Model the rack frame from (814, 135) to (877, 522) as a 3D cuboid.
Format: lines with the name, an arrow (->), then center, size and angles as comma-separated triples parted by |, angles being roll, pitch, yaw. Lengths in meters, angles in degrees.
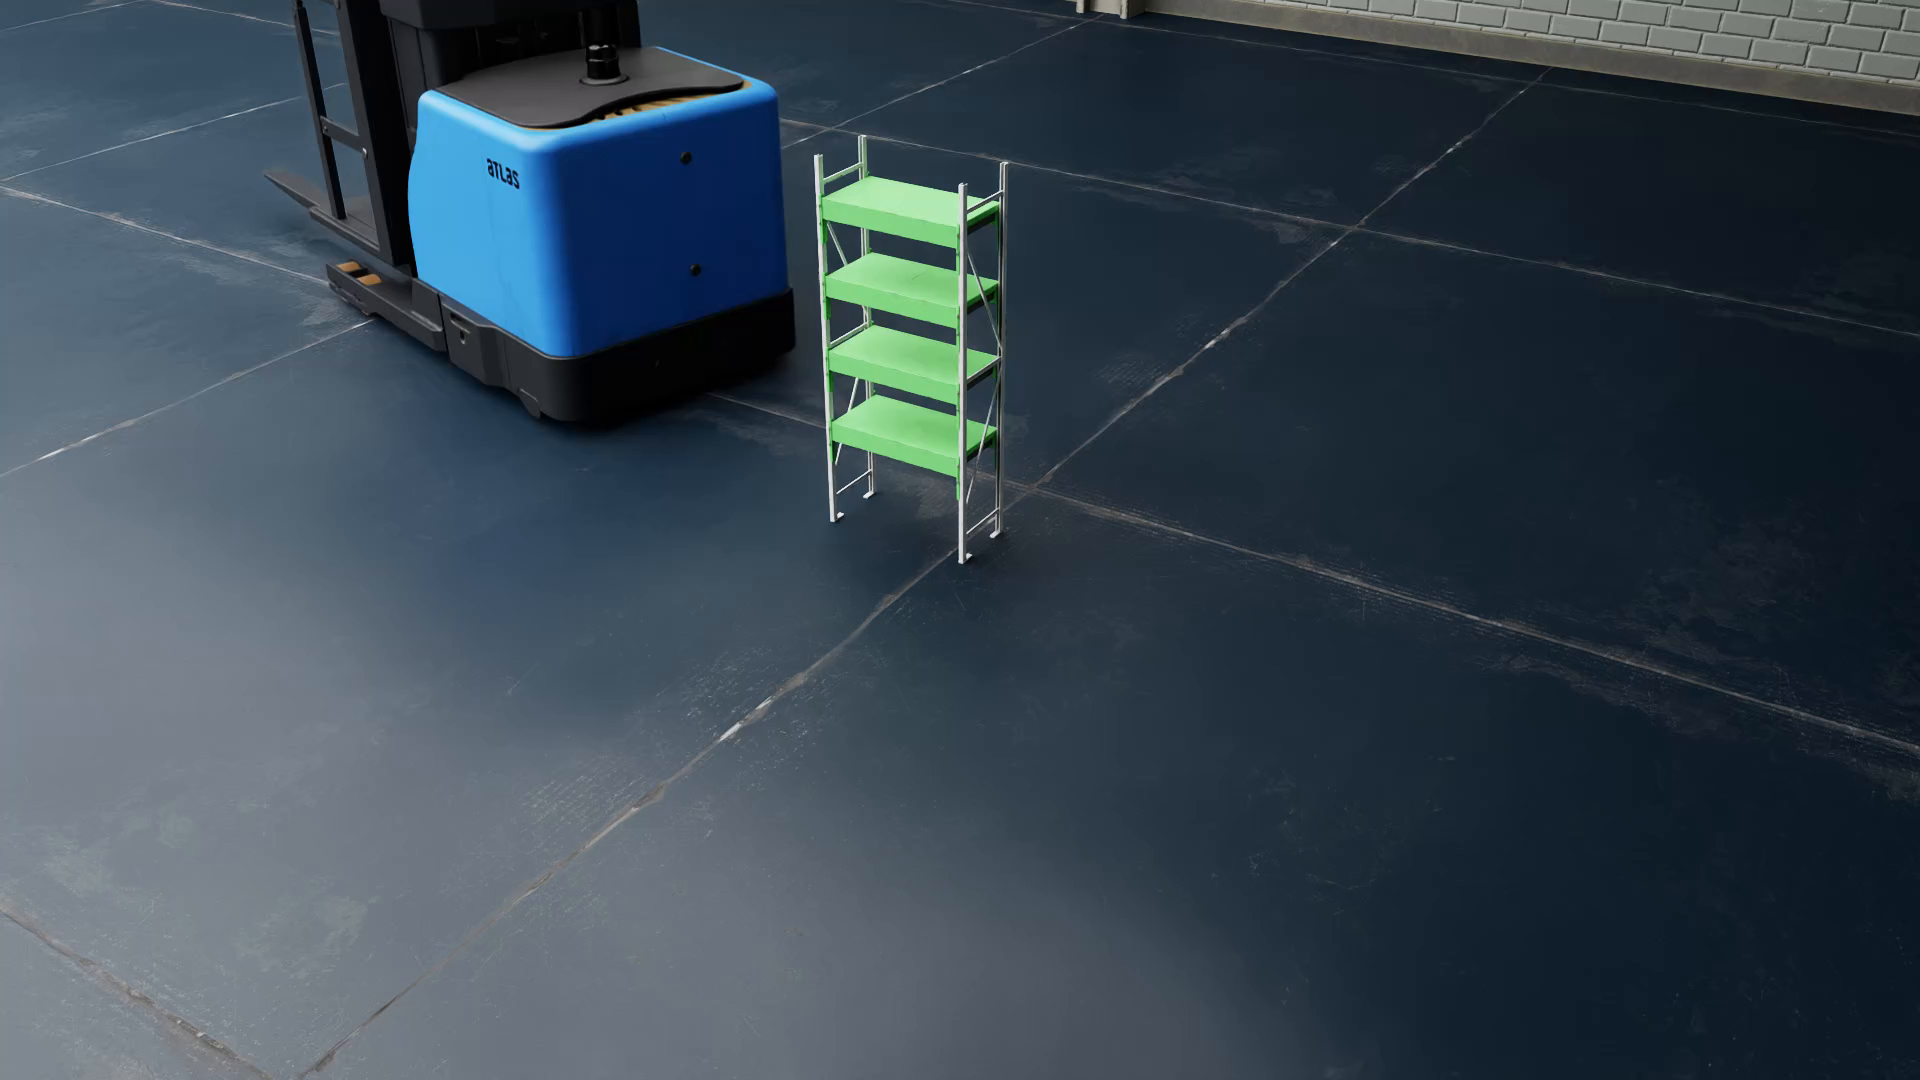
rack frame -> -0.347, -0.628, 5.136 | 0.015, 1.200, 0.240 | 18, 35, 27

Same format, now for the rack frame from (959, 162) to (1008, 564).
rack frame -> 0.066, -0.497, 4.912 | 0.015, 1.200, 0.240 | 18, 35, 27

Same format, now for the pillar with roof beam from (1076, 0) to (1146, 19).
pillar with roof beam -> -1.235, -5.722, 6.128 | 0.400, 9.000, 9.100 | 18, 35, 27

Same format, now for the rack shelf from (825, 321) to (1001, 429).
rack shelf -> -0.140, -0.507, 5.056 | 0.480, 0.148, 0.258 | 18, 35, 27

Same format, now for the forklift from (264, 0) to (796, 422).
forklift -> -1.989, -2.339, 6.351 | 1.130, 2.935, 3.031 | -24, 38, -35

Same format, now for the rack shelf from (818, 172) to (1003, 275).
rack shelf -> -0.140, -0.922, 4.814 | 0.480, 0.148, 0.258 | 18, 35, 27

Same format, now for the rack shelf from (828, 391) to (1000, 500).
rack shelf -> -0.140, -0.300, 5.177 | 0.480, 0.148, 0.258 | 18, 35, 27

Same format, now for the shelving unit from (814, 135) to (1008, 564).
shelving unit -> -0.140, -0.563, 5.024 | 0.503, 1.200, 0.258 | 18, 35, 27

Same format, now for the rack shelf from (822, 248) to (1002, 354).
rack shelf -> -0.140, -0.715, 4.935 | 0.480, 0.148, 0.258 | 18, 35, 27
